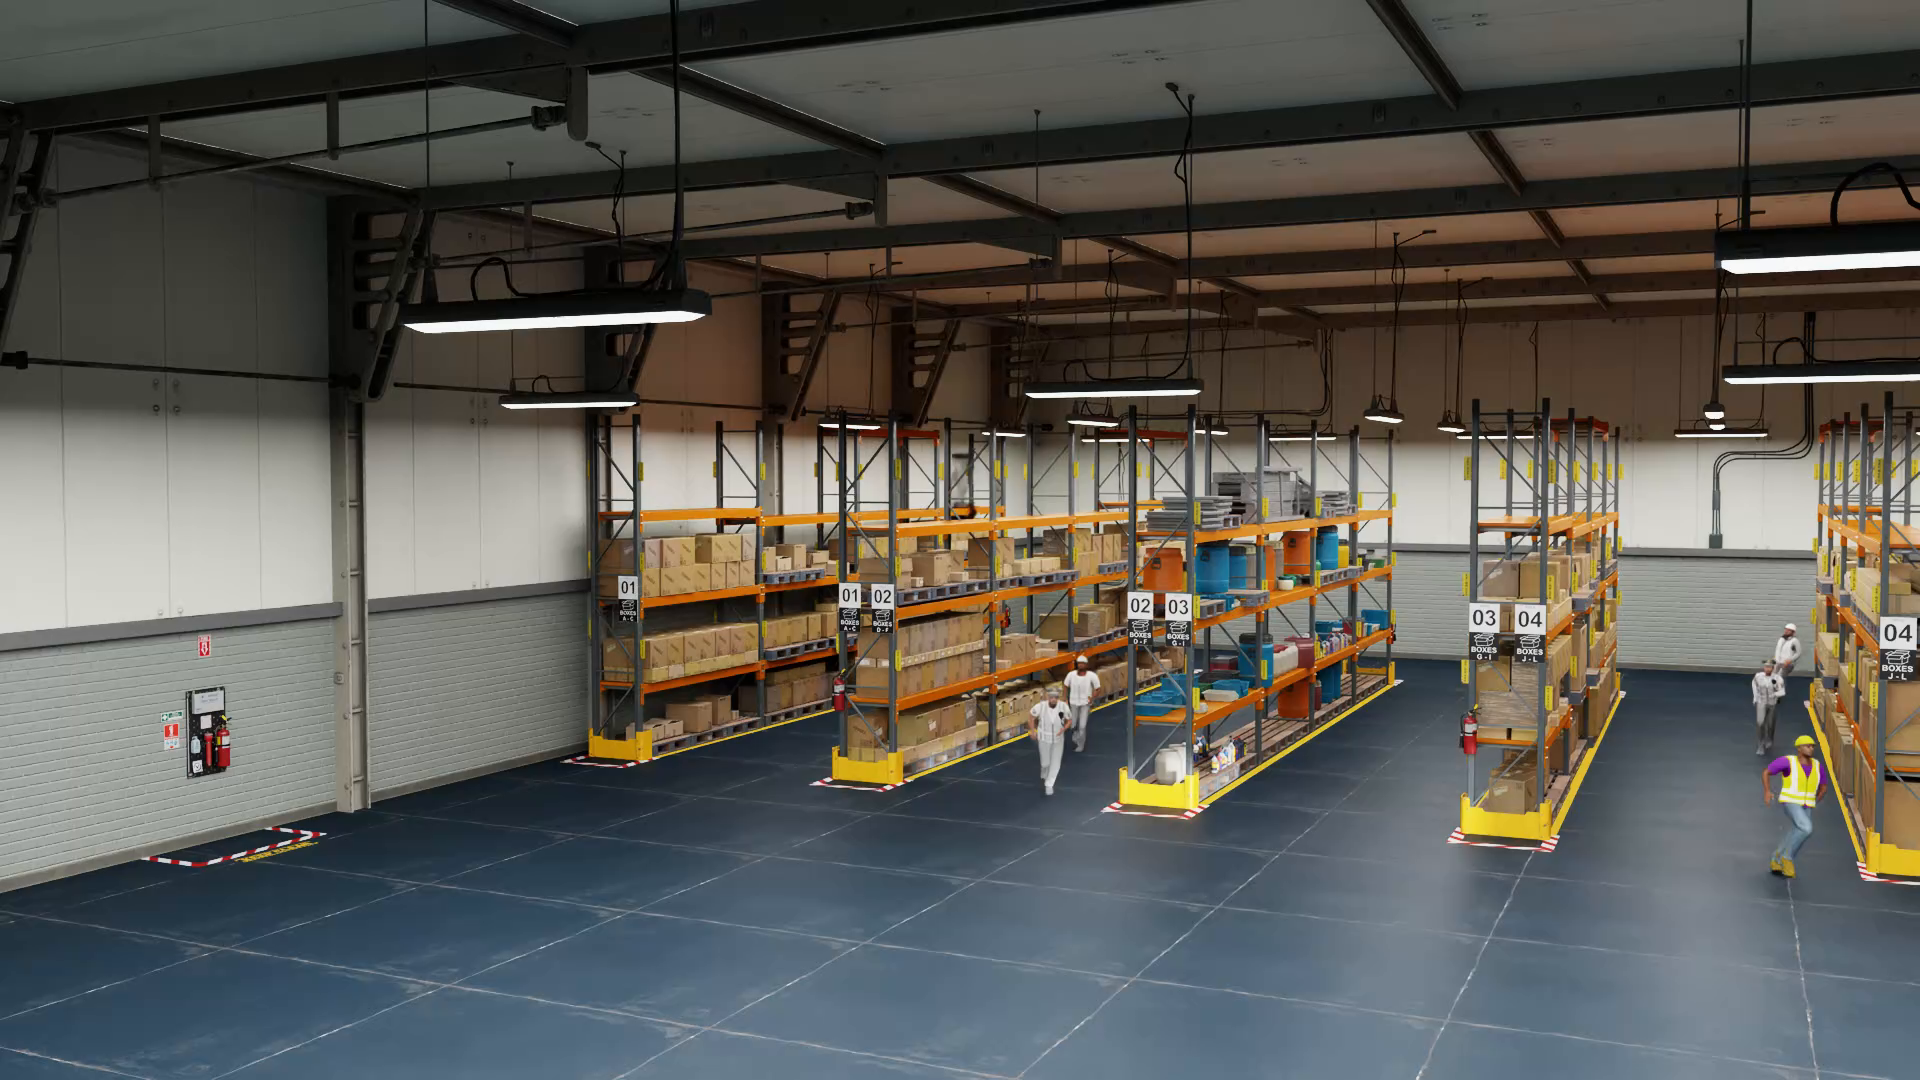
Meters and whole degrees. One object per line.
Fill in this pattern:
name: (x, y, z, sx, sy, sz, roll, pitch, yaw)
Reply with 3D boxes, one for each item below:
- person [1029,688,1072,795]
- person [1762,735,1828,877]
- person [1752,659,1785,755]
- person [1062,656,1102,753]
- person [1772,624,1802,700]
person: (1.414, 3.109, 25.876, 0.654, 1.700, 0.760, 0, 2, -7)
person: (10.401, 3.273, 20.574, 0.717, 1.699, 0.668, 0, 2, -9)
person: (14.384, 2.958, 29.597, 0.530, 1.727, 0.860, 1, 3, 24)
person: (2.169, 2.926, 29.737, 0.717, 1.717, 0.591, 1, 2, 16)
person: (17.966, 2.668, 36.208, 0.532, 1.693, 0.683, -1, 3, -26)
